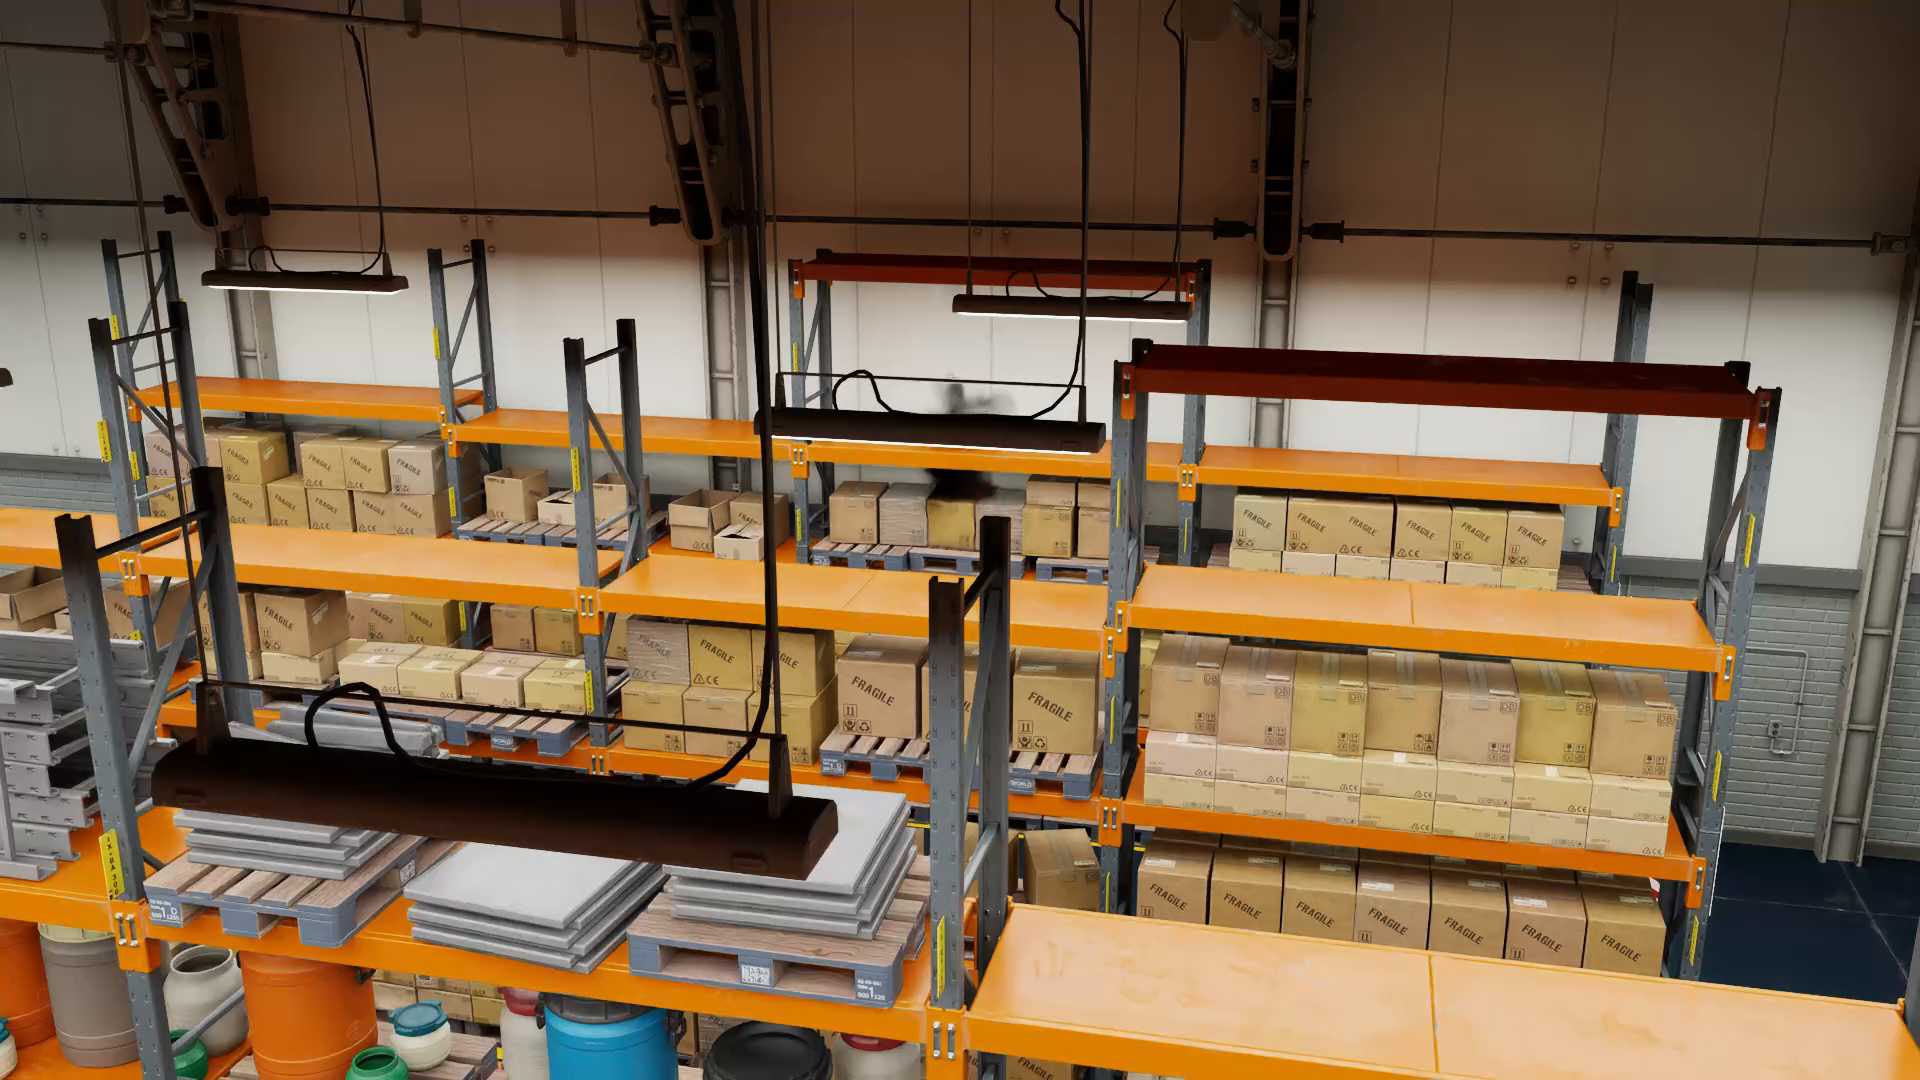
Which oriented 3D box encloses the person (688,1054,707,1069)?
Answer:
[{"bbox_3d":[-1.699,4.188,11.189,0.685,1.636,0.516,2,16,8],"label":"person"}]
